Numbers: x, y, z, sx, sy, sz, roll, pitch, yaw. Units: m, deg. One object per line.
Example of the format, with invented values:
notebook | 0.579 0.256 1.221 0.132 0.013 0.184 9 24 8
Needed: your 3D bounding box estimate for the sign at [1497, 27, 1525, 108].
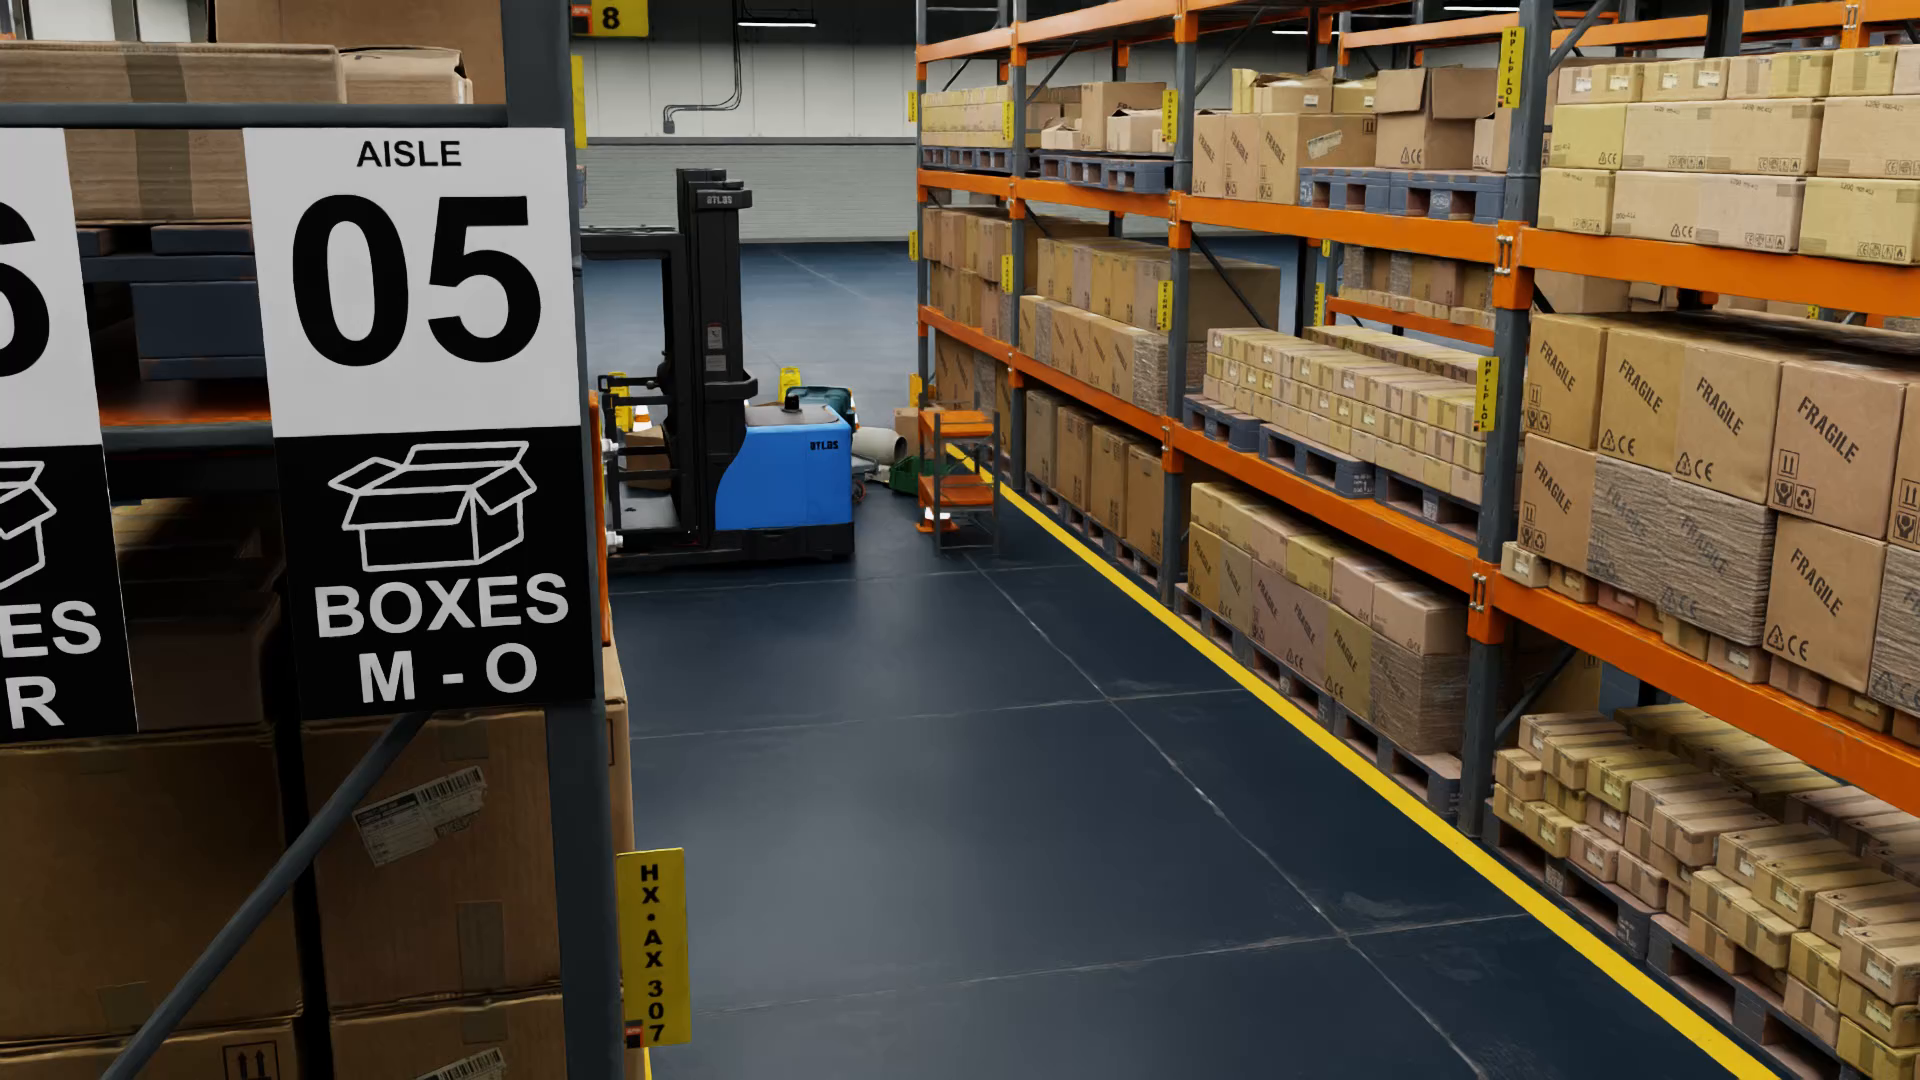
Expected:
sign | 2.301 -1.974 6.946 0.100 0.325 0.005 -3 14 -13

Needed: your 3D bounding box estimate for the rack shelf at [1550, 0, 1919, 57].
rack shelf | 6.276 -4.114 13.663 1.077 0.370 4.000 -3 14 -13

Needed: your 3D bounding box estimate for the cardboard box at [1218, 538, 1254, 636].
cardboard box | 1.940 0.275 10.364 0.500 0.500 0.500 -3 14 -13

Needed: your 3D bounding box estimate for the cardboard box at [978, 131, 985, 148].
cardboard box | 0.383 -3.782 15.700 0.380 0.149 0.250 -3 14 -13

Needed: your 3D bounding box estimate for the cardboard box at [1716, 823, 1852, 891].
cardboard box | 3.042 1.180 6.146 0.380 0.149 0.250 -4 14 -16

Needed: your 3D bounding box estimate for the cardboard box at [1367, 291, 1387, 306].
cardboard box | 4.865 -2.752 18.902 0.380 0.149 0.250 -3 14 -13

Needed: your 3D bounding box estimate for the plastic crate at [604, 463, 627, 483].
plastic crate | -3.399 -0.642 15.886 0.402 0.080 0.583 -9 16 -33

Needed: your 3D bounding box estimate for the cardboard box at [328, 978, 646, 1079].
cardboard box | -0.842 0.941 3.045 0.500 0.500 0.500 -3 14 -14

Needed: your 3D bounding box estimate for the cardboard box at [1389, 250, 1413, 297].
cardboard box | 5.278 -2.966 18.408 0.875 0.500 0.500 -3 14 -13

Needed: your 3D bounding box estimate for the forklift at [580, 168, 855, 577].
forklift | -2.384 -1.287 12.520 3.031 2.935 1.130 -3 14 -13

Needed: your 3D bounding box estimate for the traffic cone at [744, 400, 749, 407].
traffic cone | -2.412 -1.456 18.410 0.336 0.463 0.334 -3 14 -13

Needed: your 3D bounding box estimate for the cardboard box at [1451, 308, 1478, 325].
cardboard box | 5.253 -2.286 16.995 0.380 0.149 0.250 -3 14 -13

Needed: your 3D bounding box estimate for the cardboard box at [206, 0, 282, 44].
cardboard box | -1.600 -1.257 4.619 0.797 0.503 0.637 -2 14 -9

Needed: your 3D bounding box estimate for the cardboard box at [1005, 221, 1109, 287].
cardboard box | 0.908 -2.636 15.304 0.875 0.550 0.550 -3 14 -13

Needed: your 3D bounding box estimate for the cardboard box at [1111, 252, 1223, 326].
cardboard box | 1.562 -1.902 12.574 0.700 0.500 0.500 -4 14 -14

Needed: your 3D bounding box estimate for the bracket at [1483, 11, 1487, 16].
bracket | 14.237 -14.118 44.668 0.235 0.232 0.430 -3 14 -13

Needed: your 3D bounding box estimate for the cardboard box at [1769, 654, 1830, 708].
cardboard box | 3.053 0.460 5.753 0.380 0.149 0.250 -3 14 -11

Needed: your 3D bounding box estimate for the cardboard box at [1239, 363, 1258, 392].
cardboard box | 1.950 -1.009 10.253 0.380 0.149 0.250 -4 14 -15

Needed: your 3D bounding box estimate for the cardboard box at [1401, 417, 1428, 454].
cardboard box | 2.436 -0.531 8.299 0.380 0.149 0.250 -3 14 -11

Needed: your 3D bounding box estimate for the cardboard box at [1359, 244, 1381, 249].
cardboard box | 4.841 -3.548 18.686 0.500 0.500 0.500 -3 14 -13

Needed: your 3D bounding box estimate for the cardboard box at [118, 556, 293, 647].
cardboard box | -1.371 0.138 2.858 0.380 0.149 0.250 -3 14 -12

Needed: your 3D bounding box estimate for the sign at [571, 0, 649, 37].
sign | -0.468 -0.834 2.190 0.100 0.325 0.005 -3 14 -13

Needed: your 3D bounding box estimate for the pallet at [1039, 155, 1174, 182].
pallet | 1.224 -3.107 13.906 0.805 0.209 1.217 -4 14 -15

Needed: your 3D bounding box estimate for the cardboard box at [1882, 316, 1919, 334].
cardboard box | 6.901 -1.648 11.528 0.797 0.503 0.637 -3 14 -11

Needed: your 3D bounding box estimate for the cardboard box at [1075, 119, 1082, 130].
cardboard box | 1.282 -3.434 14.064 0.500 0.250 0.500 -3 14 -13

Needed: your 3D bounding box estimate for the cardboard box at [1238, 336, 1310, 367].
cardboard box | 1.940 -1.164 10.260 0.380 0.149 0.250 -3 14 -13

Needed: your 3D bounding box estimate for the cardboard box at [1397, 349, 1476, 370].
cardboard box | 2.763 -1.014 9.647 0.380 0.149 0.250 -3 14 -10

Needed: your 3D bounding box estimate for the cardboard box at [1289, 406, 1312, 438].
cardboard box | 2.123 -0.690 9.577 0.380 0.149 0.250 -3 14 -12

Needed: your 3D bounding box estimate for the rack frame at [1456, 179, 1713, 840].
rack frame | 2.840 -0.106 7.540 1.000 3.000 0.127 -3 14 -13

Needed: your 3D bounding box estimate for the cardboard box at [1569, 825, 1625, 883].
cardboard box | 2.784 1.293 6.937 0.380 0.149 0.250 -3 14 -13

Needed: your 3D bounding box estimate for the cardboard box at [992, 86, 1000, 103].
cardboard box | 0.506 -4.051 15.123 0.380 0.149 0.250 -3 14 -13

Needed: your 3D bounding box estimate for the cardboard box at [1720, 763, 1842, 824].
cardboard box | 3.325 1.032 6.753 0.380 0.149 0.250 -3 14 -11

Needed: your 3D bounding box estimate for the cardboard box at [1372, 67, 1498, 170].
cardboard box | 2.605 -2.181 8.611 0.797 0.503 0.637 -3 14 -14

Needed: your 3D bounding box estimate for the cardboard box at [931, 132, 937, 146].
cardboard box | -0.091 -4.248 17.609 0.380 0.149 0.250 -3 14 -13

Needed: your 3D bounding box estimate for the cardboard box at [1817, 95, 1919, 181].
cardboard box | 3.078 -1.256 5.189 0.500 0.250 0.500 -4 14 -16

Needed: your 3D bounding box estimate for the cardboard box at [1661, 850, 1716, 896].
cardboard box | 2.955 1.267 6.417 0.380 0.149 0.250 -3 14 -11

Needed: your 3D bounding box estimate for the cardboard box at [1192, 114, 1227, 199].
cardboard box | 1.776 -2.388 10.349 0.500 0.500 0.500 -3 14 -13

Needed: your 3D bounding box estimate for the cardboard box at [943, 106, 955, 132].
cardboard box | 0.125 -4.297 16.966 0.500 0.250 0.500 -3 14 -14

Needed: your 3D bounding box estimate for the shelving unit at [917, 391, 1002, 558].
shelving unit | -0.015 -0.539 13.210 0.538 1.125 1.048 -2 14 -8

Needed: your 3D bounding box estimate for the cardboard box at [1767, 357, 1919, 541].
cardboard box | 3.053 -0.312 5.439 0.500 0.500 0.500 -4 14 -15

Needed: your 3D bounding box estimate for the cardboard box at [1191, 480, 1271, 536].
cardboard box | 1.827 -0.210 10.769 0.500 0.250 0.500 -4 14 -16

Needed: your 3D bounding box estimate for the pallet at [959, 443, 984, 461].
pallet | 0.568 -1.059 17.315 1.003 0.211 1.213 -3 14 -13

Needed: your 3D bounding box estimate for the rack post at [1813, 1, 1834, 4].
rack post | 10.166 -5.836 18.512 0.937 0.300 0.954 -4 14 -14

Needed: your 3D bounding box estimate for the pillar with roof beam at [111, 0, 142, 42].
pillar with roof beam | -8.937 -8.009 27.249 9.100 9.000 0.400 -3 14 -13

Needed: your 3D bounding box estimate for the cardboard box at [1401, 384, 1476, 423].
cardboard box | 2.433 -0.680 8.282 0.380 0.149 0.250 -4 14 -15

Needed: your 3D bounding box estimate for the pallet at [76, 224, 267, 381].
pallet | -1.193 -0.469 2.891 1.003 0.211 1.213 -3 14 -13

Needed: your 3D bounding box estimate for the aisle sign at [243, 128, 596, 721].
aisle sign | -0.710 -0.146 2.228 0.394 0.787 0.004 -3 14 -13

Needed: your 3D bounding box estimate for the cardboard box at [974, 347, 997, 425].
cardboard box | 0.666 -1.480 16.757 0.875 0.875 0.875 -3 14 -13

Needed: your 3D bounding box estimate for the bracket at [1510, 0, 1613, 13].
bracket | 15.037 -13.332 41.451 0.076 0.066 4.783 -3 14 -13

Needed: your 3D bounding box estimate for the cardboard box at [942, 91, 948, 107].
cardboard box | 0.028 -4.520 17.041 0.380 0.149 0.250 -4 14 -14

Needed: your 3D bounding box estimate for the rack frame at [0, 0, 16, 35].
rack frame | -9.590 -5.212 15.799 1.000 3.000 0.127 -3 14 -13

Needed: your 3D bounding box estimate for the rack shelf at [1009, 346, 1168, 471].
rack shelf | 1.431 -1.141 13.291 1.077 0.370 4.000 -3 14 -13

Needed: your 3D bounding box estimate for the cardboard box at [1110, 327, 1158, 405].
cardboard box | 1.418 -1.281 12.141 0.500 0.500 0.500 -3 14 -13

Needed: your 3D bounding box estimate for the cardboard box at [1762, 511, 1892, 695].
cardboard box | 3.072 0.183 5.519 0.500 0.500 0.500 -3 14 -10
